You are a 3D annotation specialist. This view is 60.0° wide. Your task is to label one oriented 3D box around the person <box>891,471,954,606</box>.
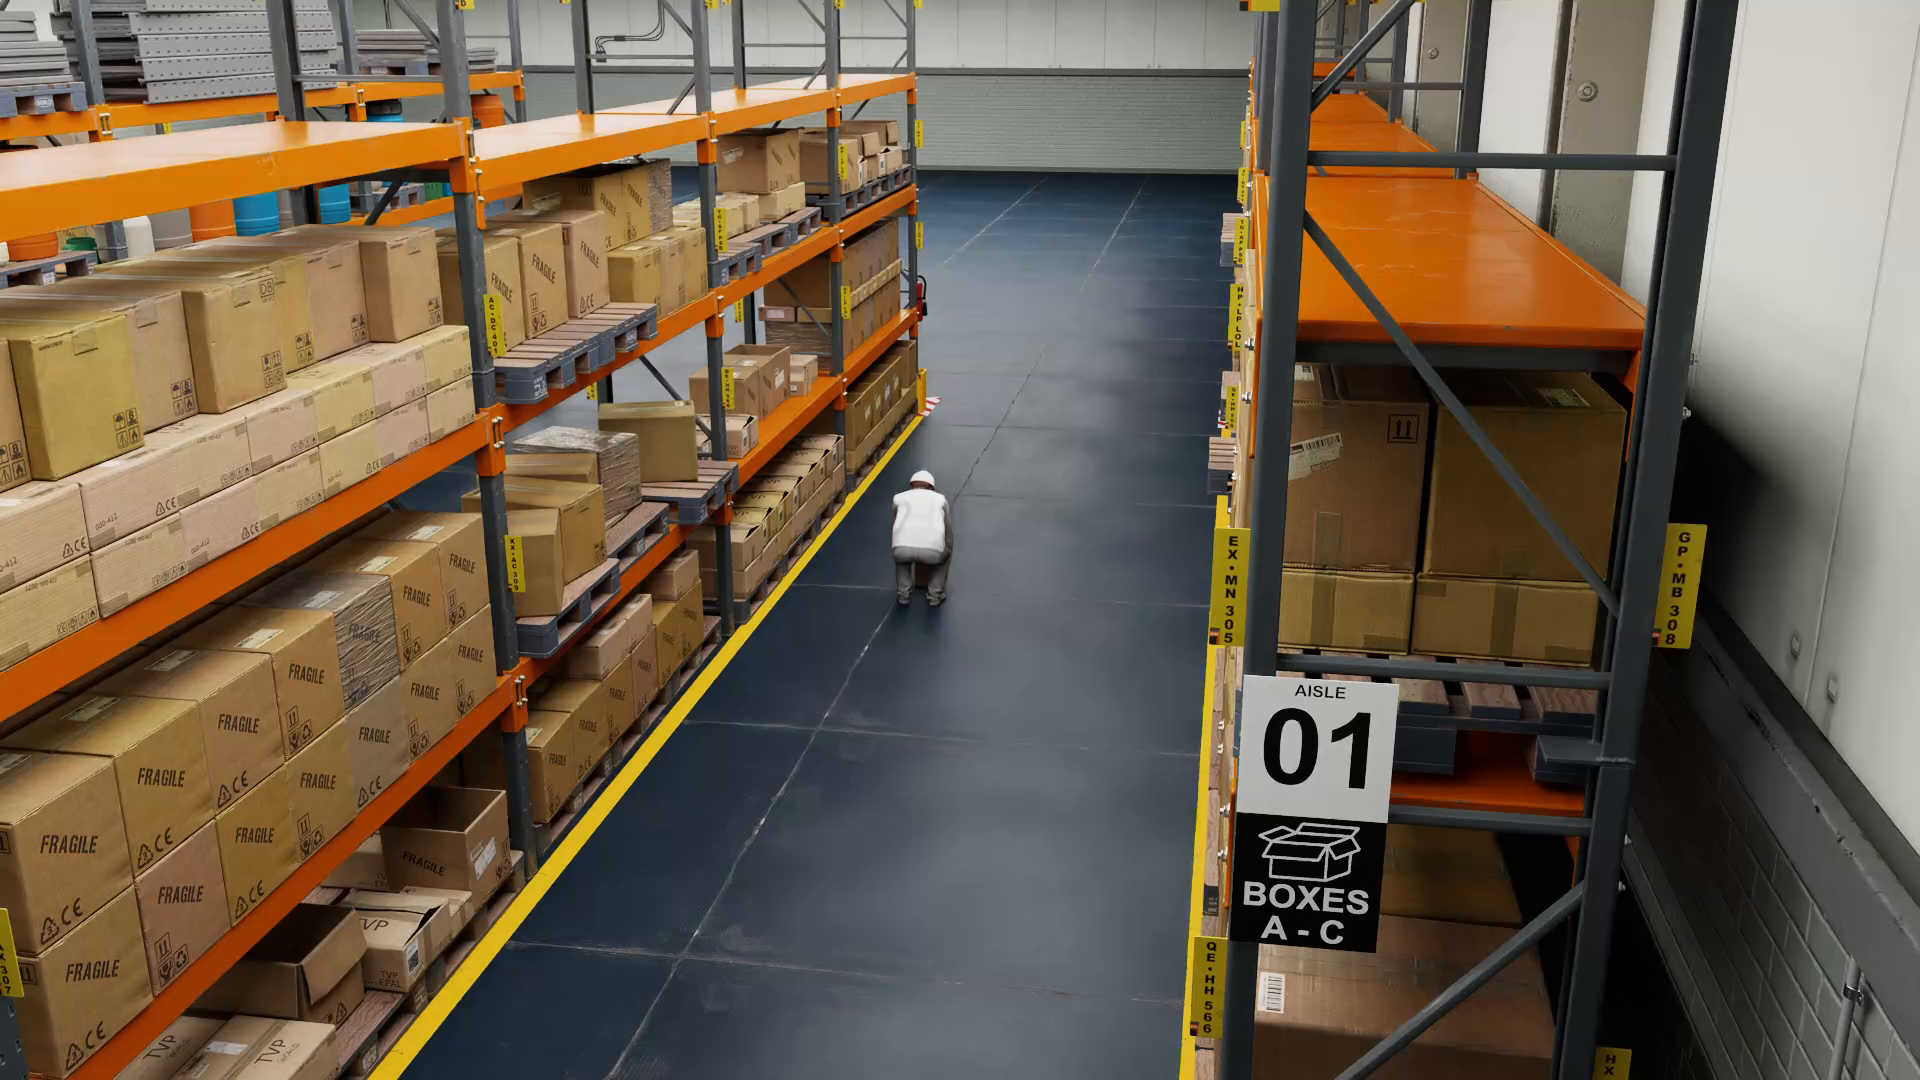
[{"bbox_3d":[-0.348,-0.008,14.266,0.546,1.026,0.897,3,18,9],"label":"person"}]
